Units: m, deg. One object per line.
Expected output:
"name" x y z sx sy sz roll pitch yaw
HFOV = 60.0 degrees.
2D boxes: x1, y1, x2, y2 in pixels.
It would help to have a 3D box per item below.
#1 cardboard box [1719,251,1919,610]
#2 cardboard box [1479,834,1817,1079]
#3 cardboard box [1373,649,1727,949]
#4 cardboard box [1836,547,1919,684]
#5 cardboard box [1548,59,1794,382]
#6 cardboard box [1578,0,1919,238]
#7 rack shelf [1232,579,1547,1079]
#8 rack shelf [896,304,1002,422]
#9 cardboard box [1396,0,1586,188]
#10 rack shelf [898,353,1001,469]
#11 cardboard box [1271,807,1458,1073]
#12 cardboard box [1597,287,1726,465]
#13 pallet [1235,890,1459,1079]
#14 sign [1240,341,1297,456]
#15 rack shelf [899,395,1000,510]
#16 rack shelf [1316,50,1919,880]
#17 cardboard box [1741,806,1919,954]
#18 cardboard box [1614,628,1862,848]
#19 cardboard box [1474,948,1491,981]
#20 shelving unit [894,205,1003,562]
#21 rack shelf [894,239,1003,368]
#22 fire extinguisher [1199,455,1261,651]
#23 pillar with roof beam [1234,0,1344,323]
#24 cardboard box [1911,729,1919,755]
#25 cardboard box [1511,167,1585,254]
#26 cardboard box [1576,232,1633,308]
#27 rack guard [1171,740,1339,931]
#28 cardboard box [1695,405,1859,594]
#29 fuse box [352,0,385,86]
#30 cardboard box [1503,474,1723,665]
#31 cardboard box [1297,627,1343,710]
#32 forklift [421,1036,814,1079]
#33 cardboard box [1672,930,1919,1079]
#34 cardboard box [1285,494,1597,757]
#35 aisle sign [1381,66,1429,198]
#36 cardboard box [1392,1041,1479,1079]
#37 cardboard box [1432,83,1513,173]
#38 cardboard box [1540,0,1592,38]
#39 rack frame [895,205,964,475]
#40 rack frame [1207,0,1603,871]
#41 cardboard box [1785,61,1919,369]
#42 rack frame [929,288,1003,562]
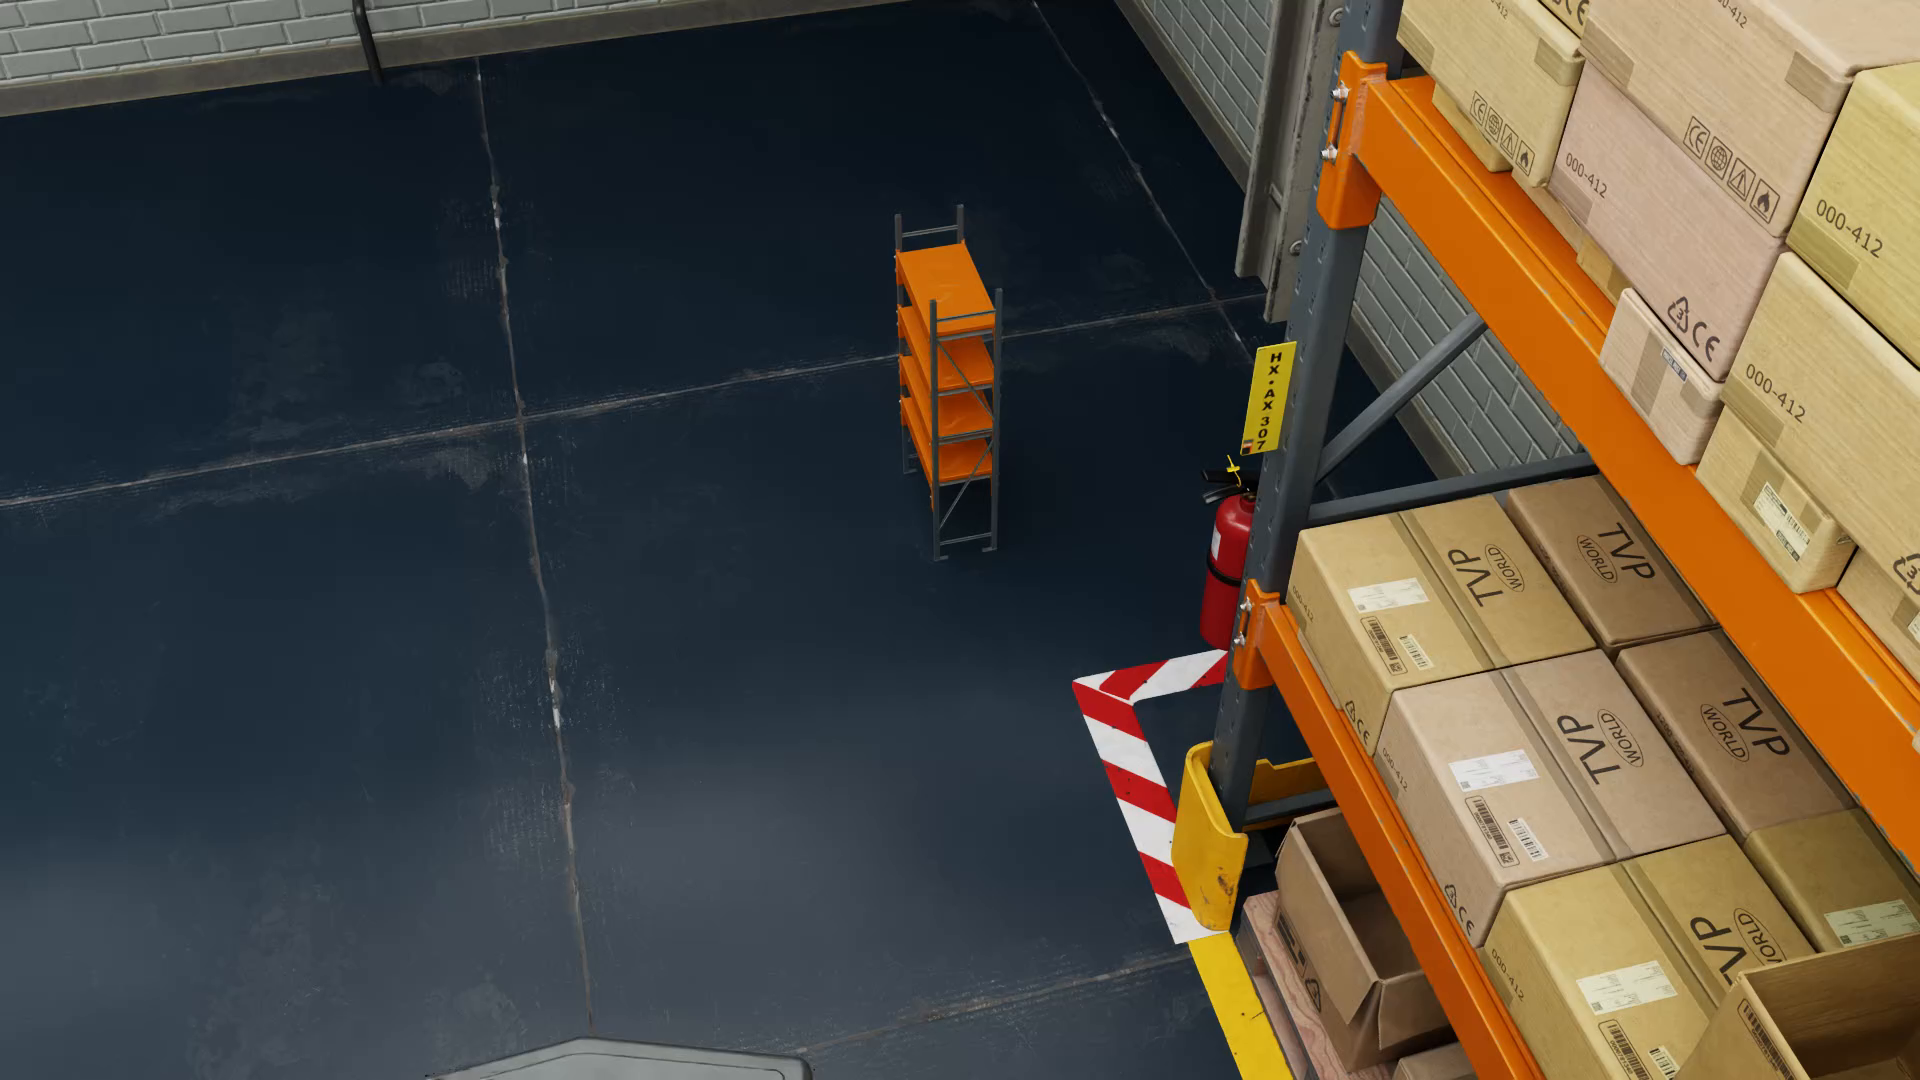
"cardboard box" 1.361 -0.164 2.107 0.500 0.250 0.500 -12 47 -12
"cardboard box" 1.361 0.886 3.178 0.500 0.250 0.500 -12 47 -11
"cardboard box" 1.228 0.537 3.520 0.500 0.250 0.500 -10 46 -10
"cardboard box" 1.402 0.065 2.162 0.380 0.149 0.250 -11 47 -11
"cardboard box" 1.242 -0.520 2.456 0.500 0.250 0.500 -10 46 -10
"cardboard box" 1.225 -0.691 2.274 0.500 0.250 0.500 -11 47 -11
"rack shelf" 1.755 1.511 3.173 1.077 0.370 4.000 -11 47 -10
"rack shelf" -0.042 -0.644 5.822 0.258 0.148 0.480 -11 47 -10
"cardboard box" 1.092 -0.867 2.796 0.500 0.250 0.500 -11 47 -11
"rack shelf" -0.042 -0.487 5.982 0.258 0.148 0.480 -11 47 -10
"cardboard box" 1.308 1.045 4.580 0.797 0.503 0.637 -12 47 -12
"cardboard box" 1.205 -0.274 2.494 0.380 0.149 0.250 -10 46 -9
"pallet" 1.467 1.457 4.675 1.003 0.211 1.213 -11 47 -10
"sign" 0.718 -0.326 3.863 0.100 0.325 0.005 -11 47 -10
"rack shelf" -0.042 -0.348 6.123 0.258 0.148 0.480 -11 47 -10
"rack shelf" 1.755 0.461 2.102 1.077 0.370 4.000 -11 47 -10
"cardboard box" 1.870 0.795 3.268 0.500 0.250 0.500 -9 46 -9
"cardboard box" 1.748 0.452 3.604 0.500 0.250 0.500 -11 47 -10
"cardboard box" 1.278 0.771 3.570 0.380 0.149 0.250 -9 46 -9
"shelving unit" -0.042 -0.534 5.933 0.258 1.200 0.503 -11 47 -10
"rack shelf" -0.042 -0.809 5.653 0.258 0.148 0.480 -11 47 -10
"fire extinguisher" 0.758 0.019 4.447 0.296 0.674 0.183 -11 47 -10
"pillar with roof beam" -2.738 -3.461 3.341 9.100 9.000 0.400 -11 47 -10
"cardboard box" 1.398 0.255 1.976 0.380 0.149 0.250 -11 47 -10
"cardboard box" 1.192 -0.645 2.858 0.380 0.149 0.250 -10 46 -10
"cardboard box" 1.241 -0.465 2.681 0.380 0.149 0.250 -11 47 -10
"rack guard" 1.262 0.806 5.111 1.175 0.500 0.348 -11 47 -10
"cardboard box" 1.279 -0.094 2.318 0.380 0.149 0.250 -11 47 -10
"fuse box" -2.953 -2.933 7.926 0.539 1.711 0.414 -11 47 -10
"cardboard box" 1.617 0.096 3.953 0.500 0.250 0.500 -9 46 -9
"cardboard box" 1.061 0.243 4.087 0.380 0.149 0.250 -11 47 -11
"forklift" -0.392 2.079 2.160 1.130 2.935 3.031 -12 47 -12
"cardboard box" 1.483 0.962 2.579 0.500 0.500 0.500 -10 46 -9
"cardboard box" 1.098 0.189 3.861 0.500 0.250 0.500 -10 47 -10
"aisle sign" 0.941 -1.025 3.334 0.394 0.787 0.004 -11 47 -10
"cardboard box" 1.379 1.469 4.412 0.380 0.149 0.250 -12 47 -12
"cardboard box" 1.099 -0.821 3.030 0.380 0.149 0.250 -10 46 -9
"cardboard box" 1.113 -1.046 2.621 0.500 0.250 0.500 -11 47 -11
"rack frame" -0.105 -0.703 6.099 0.240 1.200 0.015 -11 47 -10
"rack frame" 1.243 -0.122 4.269 1.000 3.000 0.127 -11 47 -10
"cardboard box" 1.367 -0.347 1.936 0.500 0.250 0.500 -11 47 -11
"rack frame" 0.020 -0.366 5.768 0.240 1.200 0.015 -11 47 -10
